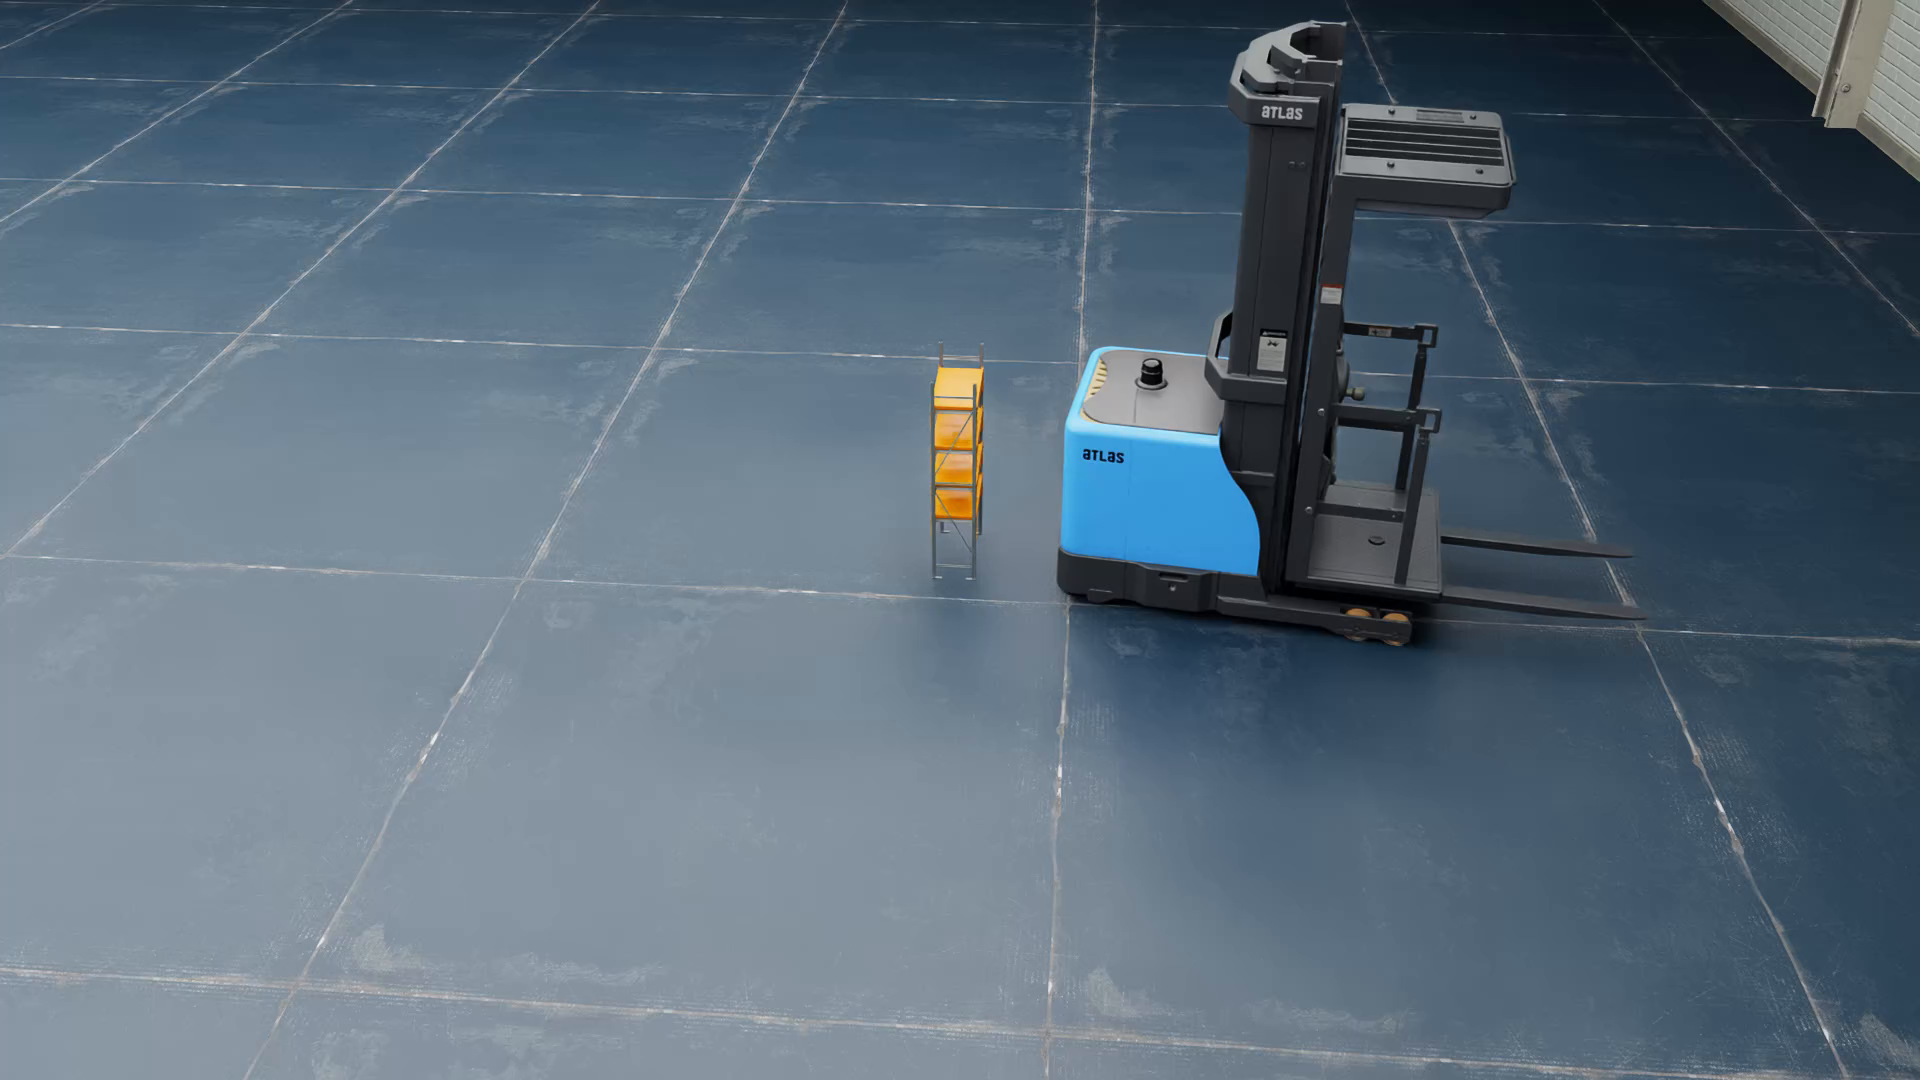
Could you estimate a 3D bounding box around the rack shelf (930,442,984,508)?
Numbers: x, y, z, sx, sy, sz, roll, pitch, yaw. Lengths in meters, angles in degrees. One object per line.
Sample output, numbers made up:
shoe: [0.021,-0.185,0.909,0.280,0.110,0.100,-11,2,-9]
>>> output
rack shelf: [-0.013,-0.367,9.110,0.258,0.148,0.480,2,32,4]

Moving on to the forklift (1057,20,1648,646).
forklift: [2.097,-1.006,8.369,3.031,2.935,1.130,7,32,11]

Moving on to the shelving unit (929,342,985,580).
shelving unit: [-0.013,-0.424,9.075,0.258,1.200,0.503,2,32,4]

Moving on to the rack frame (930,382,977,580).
rack frame: [-0.033,-0.297,8.868,0.240,1.200,0.015,2,32,4]

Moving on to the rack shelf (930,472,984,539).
rack shelf: [-0.013,-0.198,9.215,0.258,0.148,0.480,2,32,4]

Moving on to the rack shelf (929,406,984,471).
rack shelf: [-0.013,-0.557,8.993,0.258,0.148,0.480,2,32,4]

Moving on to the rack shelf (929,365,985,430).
rack shelf: [-0.013,-0.759,8.869,0.258,0.148,0.480,2,32,4]

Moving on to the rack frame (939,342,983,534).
rack frame: [0.006,-0.552,9.282,0.240,1.200,0.015,2,32,4]

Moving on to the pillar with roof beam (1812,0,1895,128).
pillar with roof beam: [4.187,-8.069,14.046,9.100,9.000,0.400,2,32,4]
